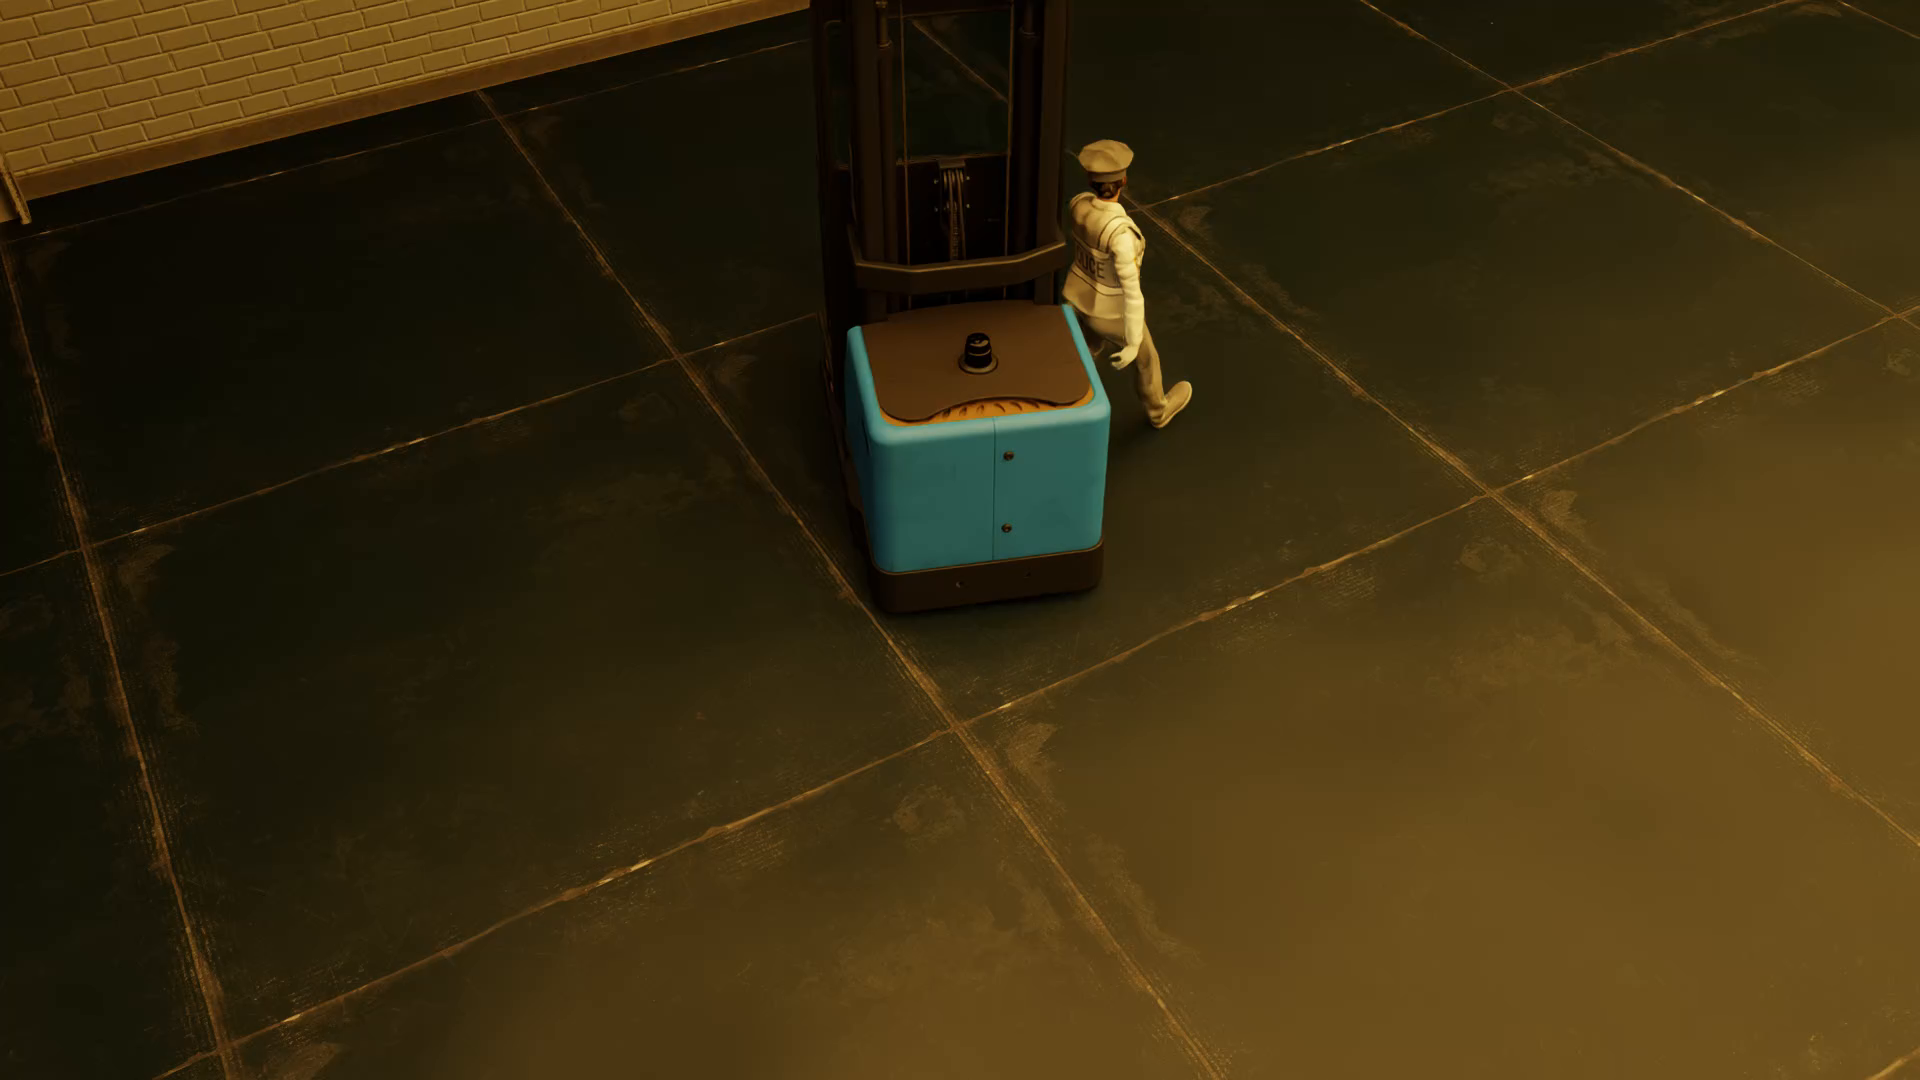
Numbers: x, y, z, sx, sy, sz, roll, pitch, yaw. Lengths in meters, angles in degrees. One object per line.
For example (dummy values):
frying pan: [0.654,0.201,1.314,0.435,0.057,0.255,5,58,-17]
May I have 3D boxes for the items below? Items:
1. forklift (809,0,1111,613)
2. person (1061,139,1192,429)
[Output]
forklift: [-0.122,-1.761,7.597,1.130,2.935,3.031,-7,43,-7]
person: [0.757,-1.124,7.896,0.873,1.603,0.603,-27,49,-26]
